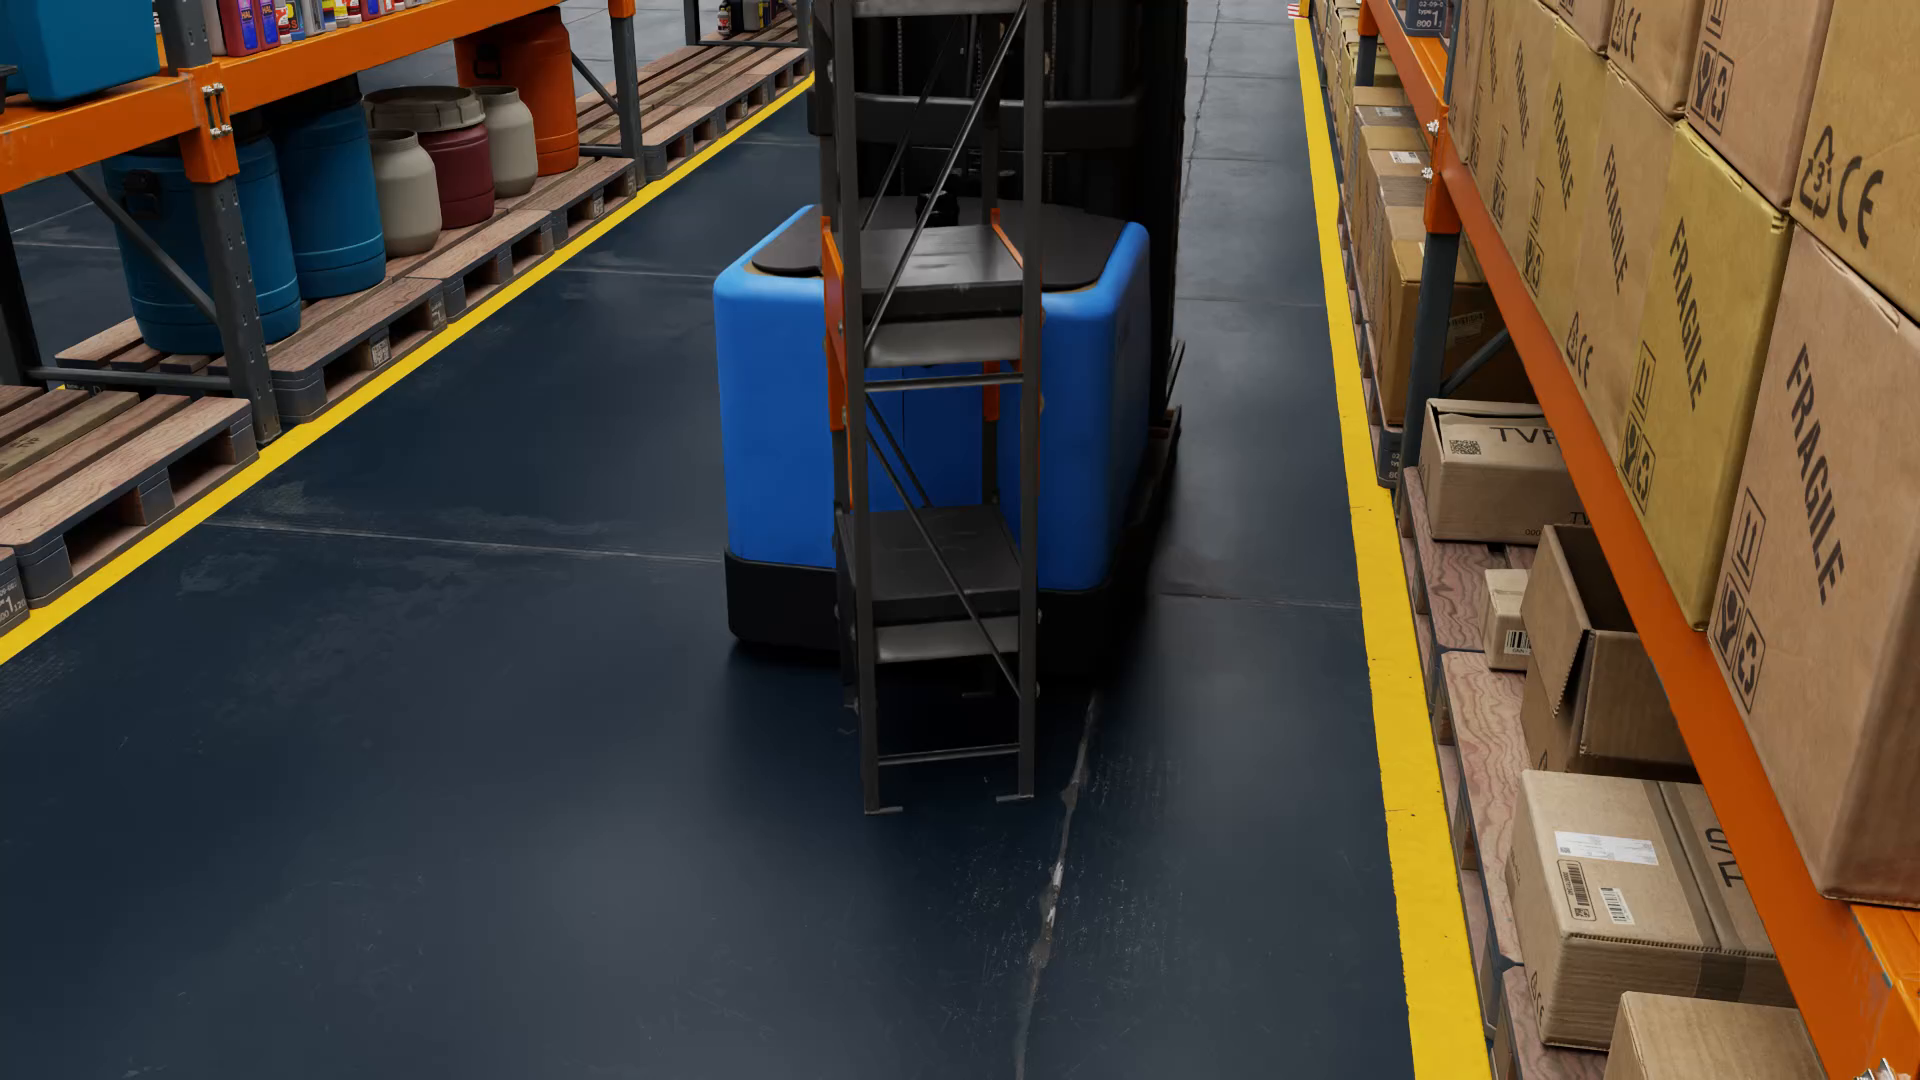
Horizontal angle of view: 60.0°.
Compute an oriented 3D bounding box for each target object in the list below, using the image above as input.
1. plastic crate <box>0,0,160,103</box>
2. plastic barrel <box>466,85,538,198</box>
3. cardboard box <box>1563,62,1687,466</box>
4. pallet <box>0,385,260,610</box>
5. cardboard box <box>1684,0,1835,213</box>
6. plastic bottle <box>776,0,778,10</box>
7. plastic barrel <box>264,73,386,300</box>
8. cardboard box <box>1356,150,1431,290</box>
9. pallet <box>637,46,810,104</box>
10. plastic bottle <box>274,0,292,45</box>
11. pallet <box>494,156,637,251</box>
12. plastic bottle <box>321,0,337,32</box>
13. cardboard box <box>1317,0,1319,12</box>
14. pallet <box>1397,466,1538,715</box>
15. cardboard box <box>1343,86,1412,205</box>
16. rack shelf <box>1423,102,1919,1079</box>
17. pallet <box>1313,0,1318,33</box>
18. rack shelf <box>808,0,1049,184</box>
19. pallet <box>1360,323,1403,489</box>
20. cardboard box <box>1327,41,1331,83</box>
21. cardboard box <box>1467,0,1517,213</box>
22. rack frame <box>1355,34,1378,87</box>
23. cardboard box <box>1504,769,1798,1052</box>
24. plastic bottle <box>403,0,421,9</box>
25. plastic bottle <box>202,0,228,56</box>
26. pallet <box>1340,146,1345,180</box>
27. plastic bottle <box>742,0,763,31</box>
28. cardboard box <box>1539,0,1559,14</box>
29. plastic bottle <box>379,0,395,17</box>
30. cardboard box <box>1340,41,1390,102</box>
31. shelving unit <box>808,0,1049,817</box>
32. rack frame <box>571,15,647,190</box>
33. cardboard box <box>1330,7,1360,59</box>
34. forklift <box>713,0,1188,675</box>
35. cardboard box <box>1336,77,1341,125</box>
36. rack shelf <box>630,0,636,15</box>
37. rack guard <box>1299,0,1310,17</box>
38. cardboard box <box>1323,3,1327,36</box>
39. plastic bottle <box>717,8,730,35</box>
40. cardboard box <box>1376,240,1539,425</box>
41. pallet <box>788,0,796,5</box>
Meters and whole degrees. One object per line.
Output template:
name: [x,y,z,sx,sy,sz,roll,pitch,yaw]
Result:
plastic crate: [-2.715,-1.552,4.976,0.392,0.384,0.575,4,25,9]
plastic barrel: [-2.389,-2.039,8.508,0.421,0.512,0.421,0,25,0]
cardboard box: [1.230,-0.410,2.471,0.500,0.500,0.500,4,25,9]
pallet: [-3.057,-0.178,5.381,1.003,0.211,1.213,4,25,9]
cardboard box: [1.140,-0.648,1.799,0.500,0.500,0.500,5,25,10]
plastic bottle: [-1.674,-4.854,14.780,0.097,0.271,0.097,0,25,0]
plastic barrel: [-2.754,-1.513,6.925,0.600,0.901,0.708,4,25,9]
cardboard box: [1.961,-1.329,6.980,0.500,0.500,0.500,3,25,7]
pallet: [-1.758,-3.503,12.485,1.003,0.211,1.213,4,25,9]
plastic bottle: [-2.472,-1.890,5.984,0.097,0.201,0.097,0,25,0]
pallet: [-2.409,-1.829,8.907,1.003,0.211,1.213,4,25,9]
plastic bottle: [-2.418,-2.060,6.264,0.097,0.271,0.097,0,25,0]
cardboard box: [3.405,-4.743,14.592,0.500,0.250,0.500,4,25,9]
pallet: [1.798,0.144,4.694,1.003,0.211,1.213,4,25,9]
cardboard box: [2.208,-1.976,8.363,0.500,0.500,0.500,5,26,11]
rack shelf: [1.584,-0.244,3.082,1.077,0.370,4.000,4,25,9]
pallet: [3.788,-4.840,15.340,1.003,0.211,1.213,4,25,9]
rack shelf: [-0.078,-1.046,3.385,0.431,0.518,0.480,-4,25,-8]
pallet: [2.006,-0.486,6.040,1.003,0.211,1.213,4,25,9]
cardboard box: [2.823,-3.332,11.578,0.500,0.250,0.500,5,25,10]
cardboard box: [1.478,-1.043,3.822,0.500,0.500,0.500,4,25,9]
rack frame: [2.565,-3.079,8.290,1.000,3.000,0.127,4,25,9]
cardboard box: [1.288,0.673,2.999,0.500,0.250,0.500,4,25,9]
plastic bottle: [-2.335,-2.346,6.871,0.152,0.276,0.135,4,25,9]
plastic bottle: [-2.591,-1.871,5.766,0.144,0.351,0.185,4,25,9]
pallet: [2.738,-2.158,9.611,1.003,0.211,1.213,4,25,9]
plastic bottle: [-1.705,-4.376,13.666,0.144,0.351,0.185,4,25,9]
cardboard box: [1.388,-1.296,3.184,0.500,0.500,0.500,3,25,7]
plastic bottle: [-2.373,-2.249,6.664,0.152,0.276,0.135,4,25,9]
cardboard box: [2.486,-2.732,9.635,0.500,0.311,0.500,4,25,8]
shelving unit: [-0.072,-0.425,3.677,0.431,2.100,0.503,-4,25,-8]
rack frame: [-2.322,-3.424,9.027,1.000,3.000,0.127,4,25,9]
cardboard box: [2.735,-3.370,10.998,0.500,0.311,0.500,3,25,7]
forklift: [0.176,-1.575,5.158,1.130,2.935,3.031,5,26,11]
cardboard box: [2.576,-2.687,10.201,0.500,0.250,0.500,5,25,10]
rack shelf: [-1.995,-3.935,10.966,1.077,0.370,4.000,4,25,9]
rack guard: [3.876,-5.303,15.990,1.175,0.500,0.348,4,25,9]
cardboard box: [3.170,-4.115,13.250,0.500,0.250,0.500,4,25,9]
plastic bottle: [-1.916,-4.202,13.471,0.097,0.201,0.097,0,25,0]
cardboard box: [1.709,-0.700,5.636,0.500,0.500,0.500,4,25,8]
pallet: [-1.118,-5.133,15.966,1.003,0.211,1.213,4,25,9]
